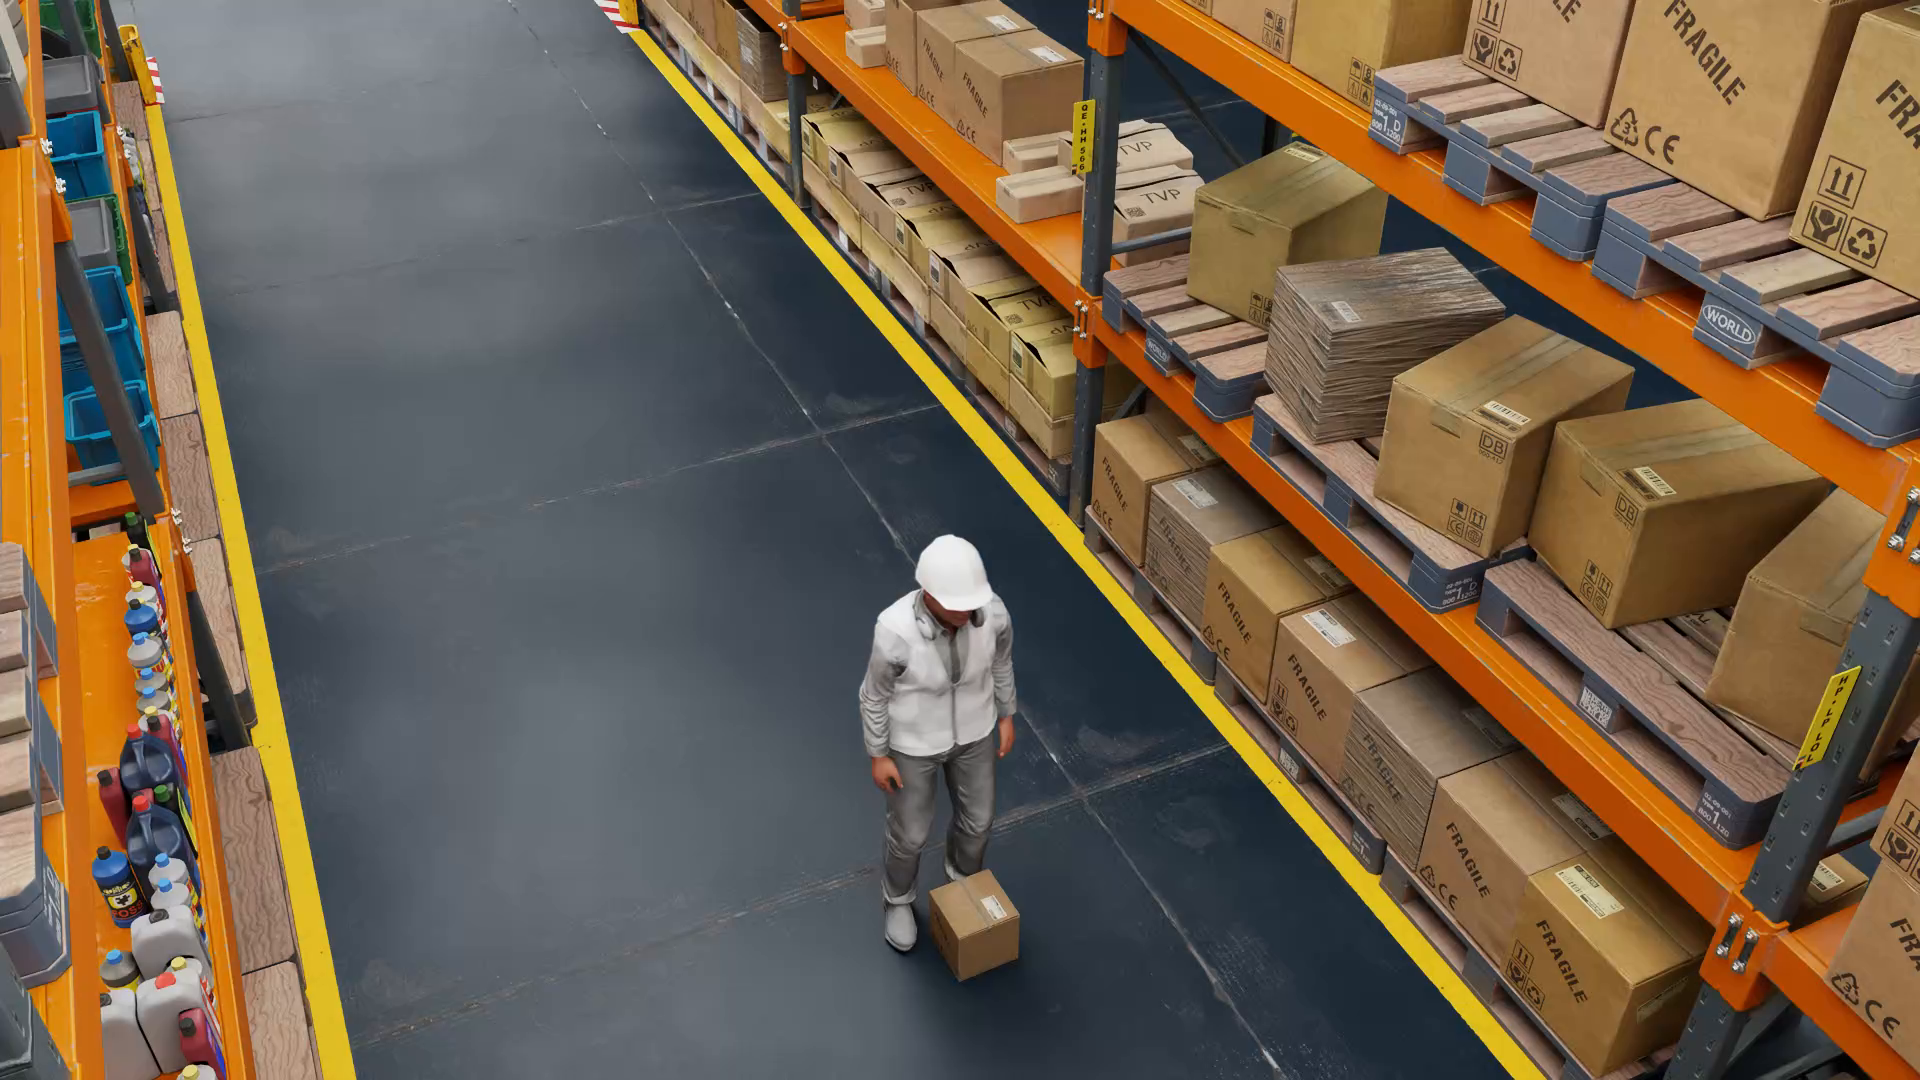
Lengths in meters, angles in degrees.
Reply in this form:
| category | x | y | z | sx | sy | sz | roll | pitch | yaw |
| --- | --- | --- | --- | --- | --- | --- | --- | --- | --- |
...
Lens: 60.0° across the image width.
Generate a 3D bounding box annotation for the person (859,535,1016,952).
| category | x | y | z | sx | sy | sz | roll | pitch | yaw |
| --- | --- | --- | --- | --- | --- | --- | --- | --- | --- |
| person | -0.067 | 0.689 | 5.919 | 0.580 | 1.772 | 0.461 | -16 | 40 | -20 |
